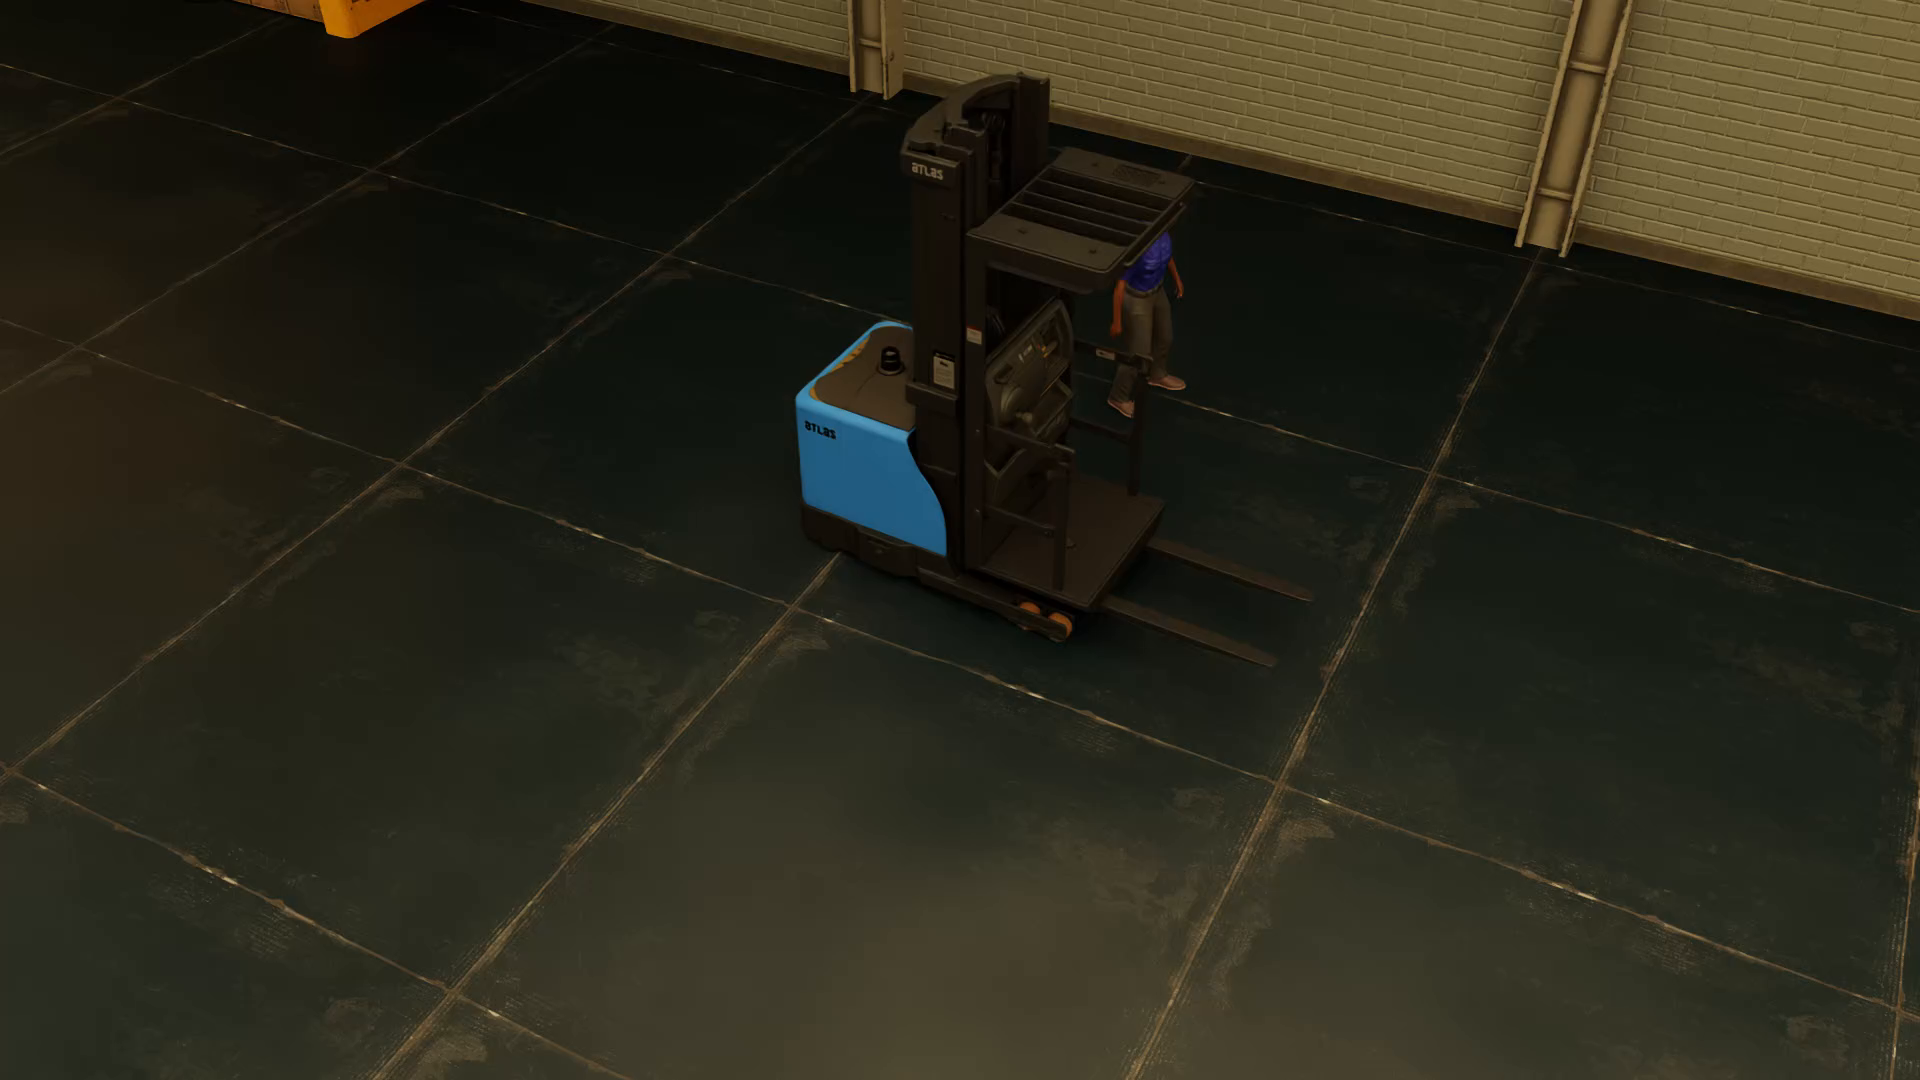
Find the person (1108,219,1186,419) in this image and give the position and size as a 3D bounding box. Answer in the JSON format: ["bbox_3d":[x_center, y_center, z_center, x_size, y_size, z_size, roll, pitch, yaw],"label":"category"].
[{"bbox_3d":[1.231,-1.563,10.855,0.361,1.632,0.725,24,46,26],"label":"person"}]

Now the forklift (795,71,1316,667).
[{"bbox_3d":[0.563,-0.928,9.089,3.031,2.935,1.130,20,44,22],"label":"forklift"}]
